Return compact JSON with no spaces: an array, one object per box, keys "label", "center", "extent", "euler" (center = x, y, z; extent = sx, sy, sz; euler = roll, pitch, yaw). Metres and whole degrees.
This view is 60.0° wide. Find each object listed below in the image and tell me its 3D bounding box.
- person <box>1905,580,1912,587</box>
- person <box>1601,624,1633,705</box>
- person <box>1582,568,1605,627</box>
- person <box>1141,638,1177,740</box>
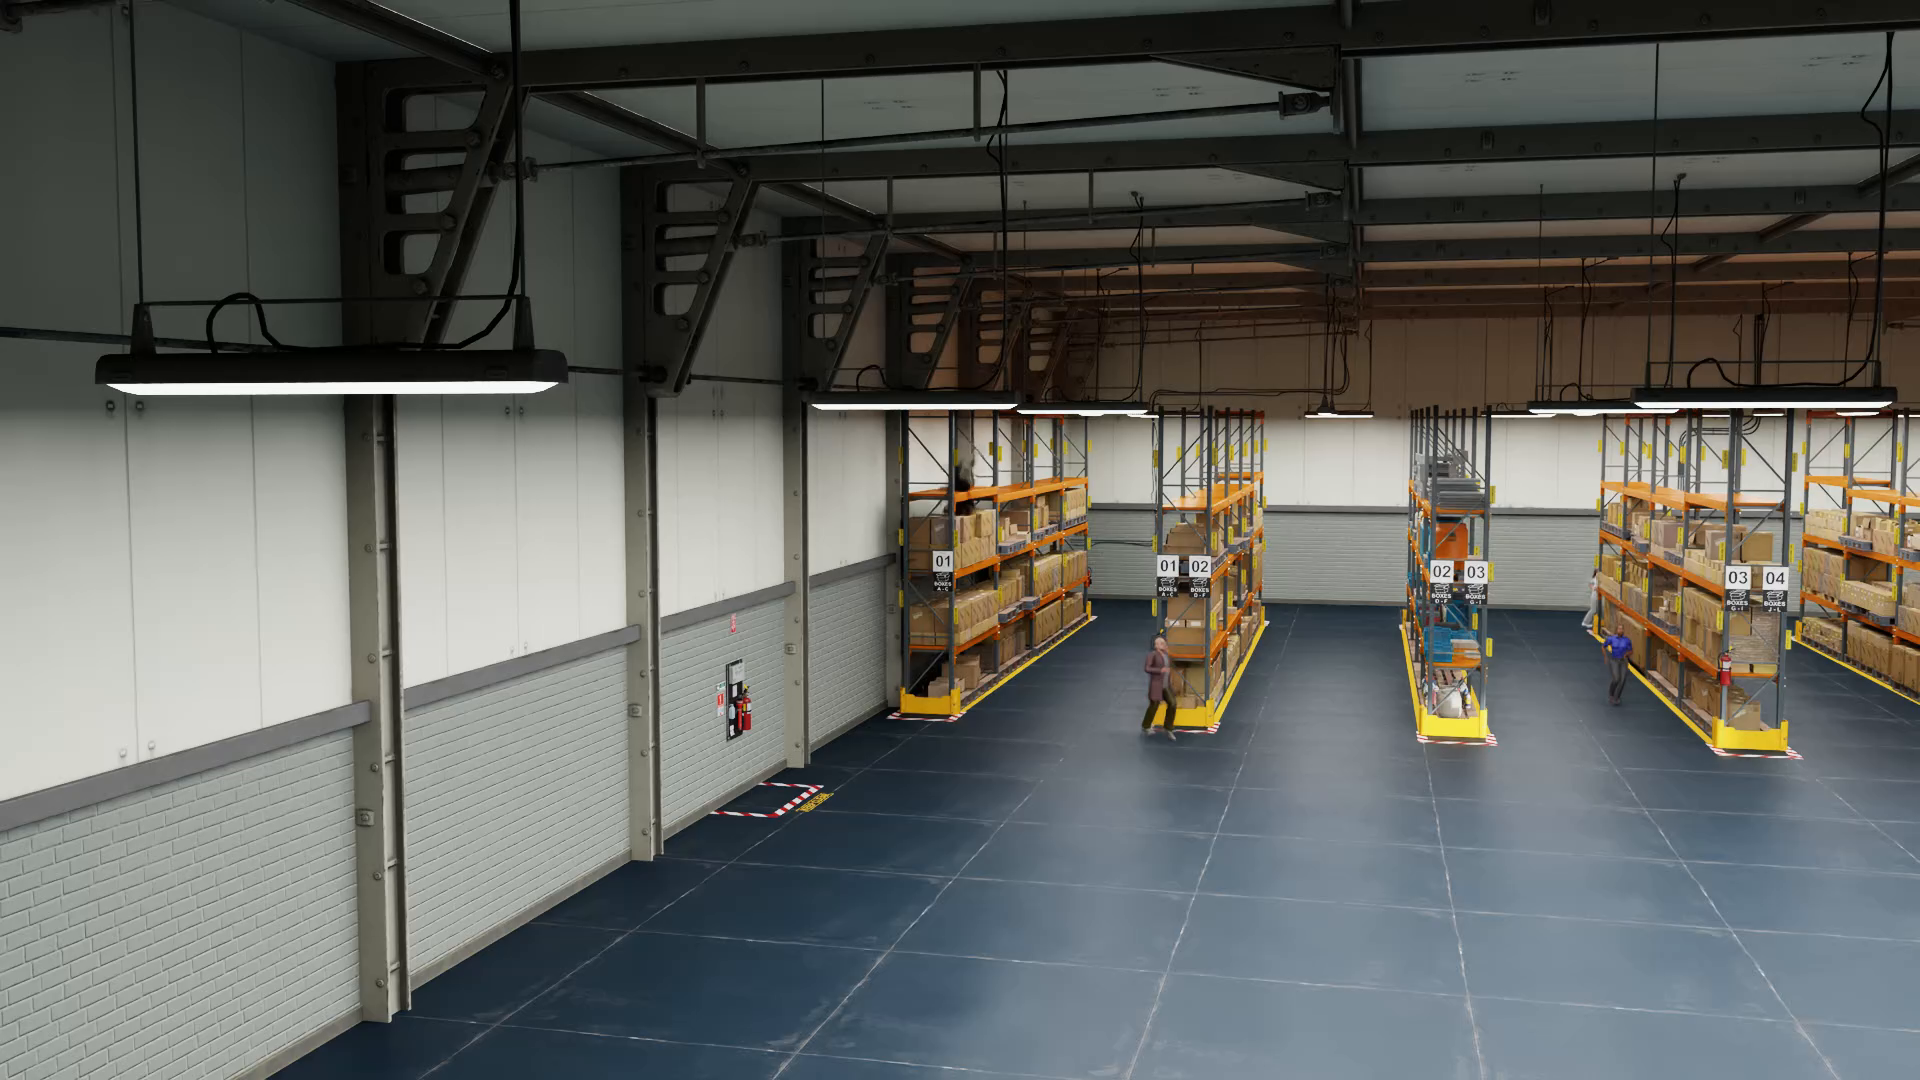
[{"label":"person","center":[23.737,1.876,41.644],"extent":[0.653,1.759,0.815],"euler":[1,4,10]},{"label":"person","center":[13.223,2.503,33.387],"extent":[0.550,1.626,0.638],"euler":[0,4,6]},{"label":"person","center":[17.464,1.630,45.717],"extent":[0.678,1.715,0.556],"euler":[2,5,28]},{"label":"person","center":[3.600,2.682,30.034],"extent":[0.708,1.844,0.742],"euler":[-3,5,-34]}]
